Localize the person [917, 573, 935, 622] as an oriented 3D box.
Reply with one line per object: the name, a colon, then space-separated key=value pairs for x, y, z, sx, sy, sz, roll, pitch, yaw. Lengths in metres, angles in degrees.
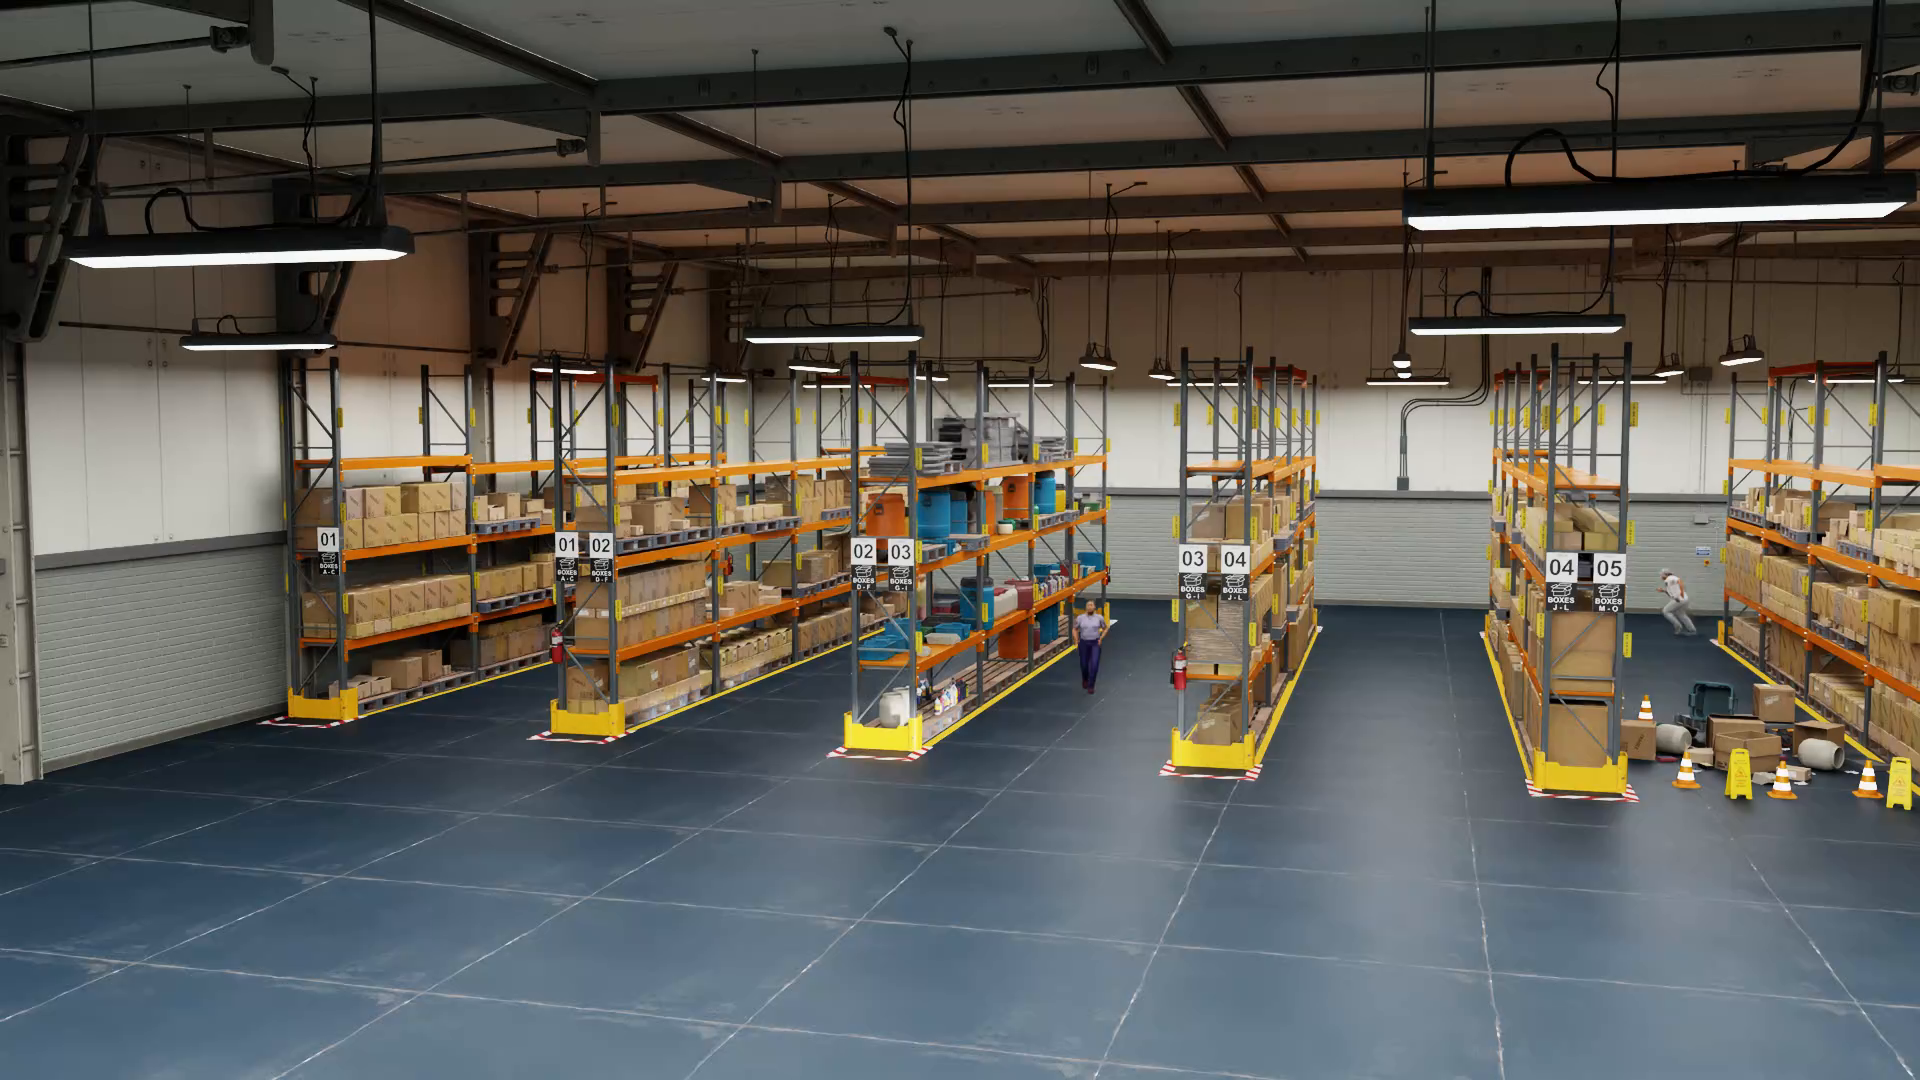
person: x=-0.855 y=1.467 z=36.691 sx=0.529 sy=1.696 sz=0.887 roll=1 pitch=4 yaw=12

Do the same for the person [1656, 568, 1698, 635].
person: x=16.449 y=1.428 z=38.158 sx=0.922 sy=1.546 sz=0.638 roll=2 pitch=5 yaw=24

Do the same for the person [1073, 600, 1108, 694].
person: x=2.248 y=1.829 z=28.666 sx=0.614 sy=1.600 sz=0.526 roll=0 pitch=4 yaw=5
